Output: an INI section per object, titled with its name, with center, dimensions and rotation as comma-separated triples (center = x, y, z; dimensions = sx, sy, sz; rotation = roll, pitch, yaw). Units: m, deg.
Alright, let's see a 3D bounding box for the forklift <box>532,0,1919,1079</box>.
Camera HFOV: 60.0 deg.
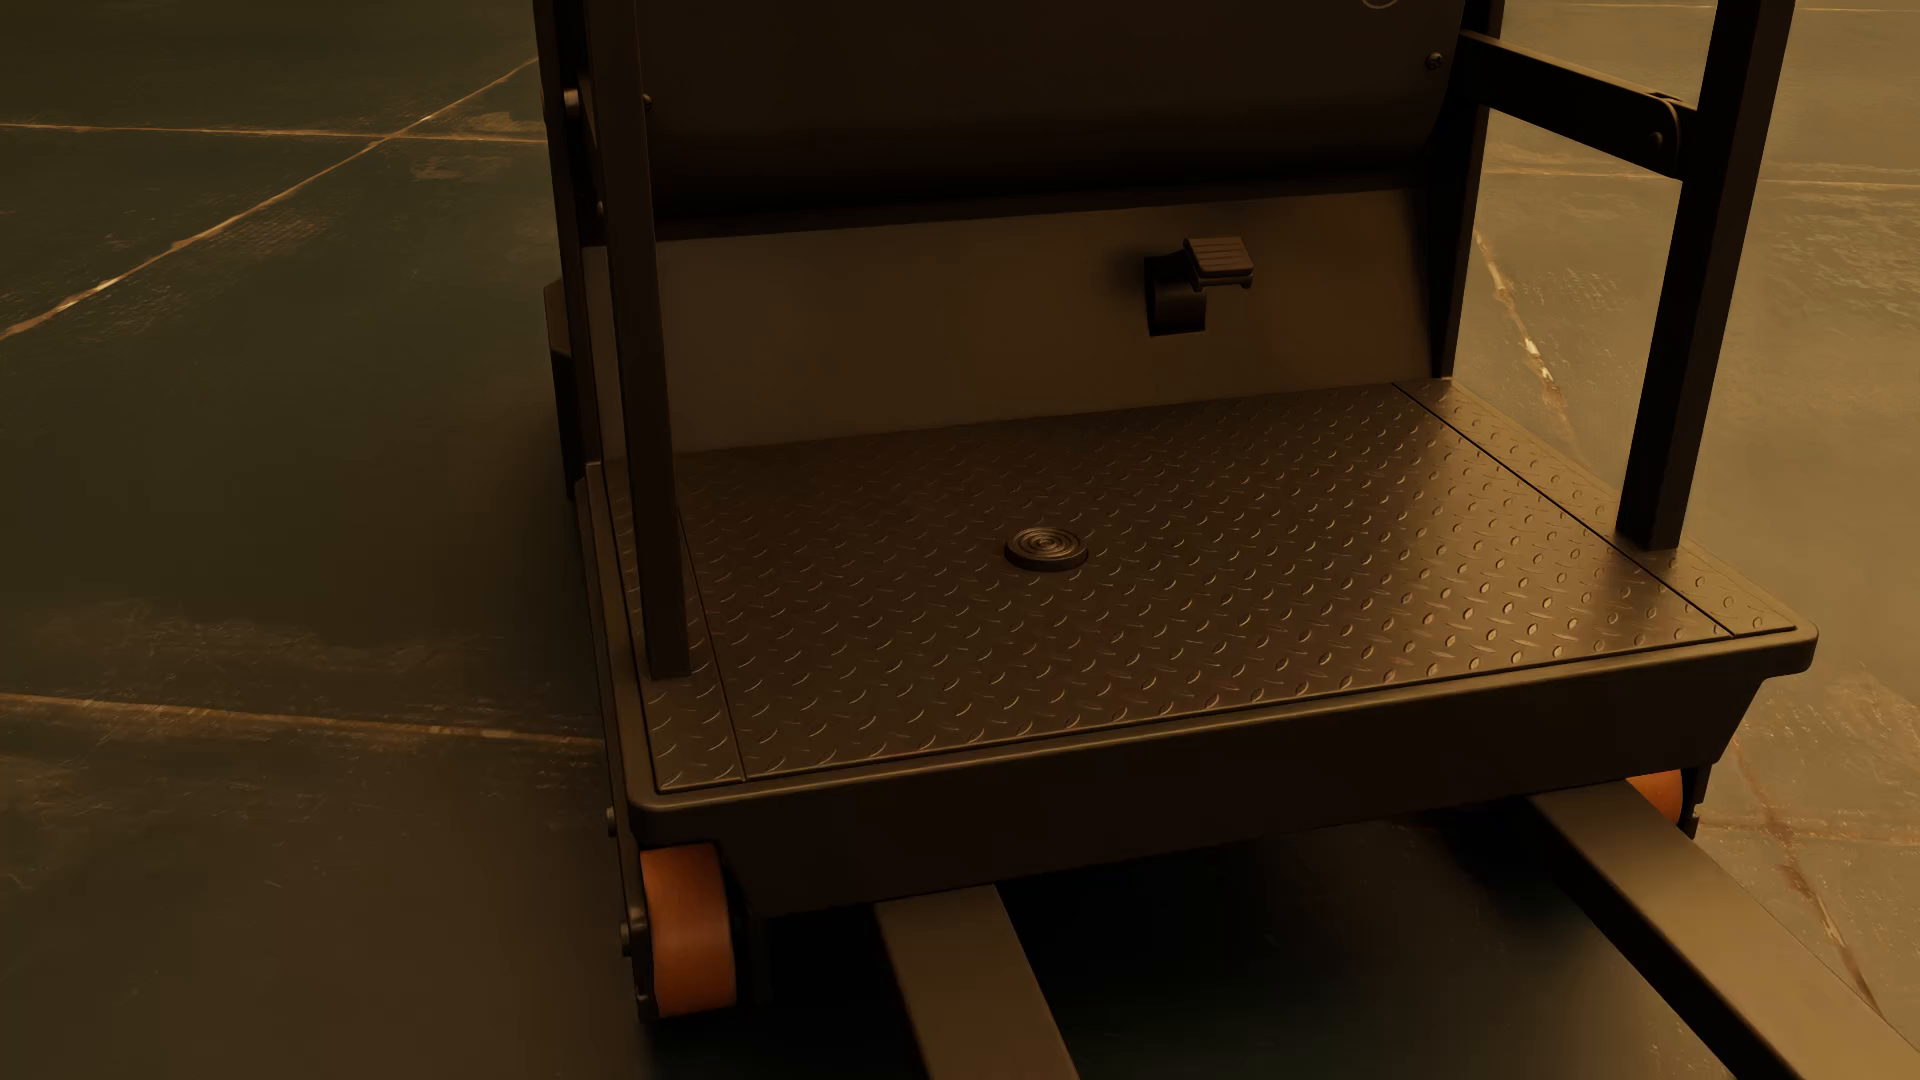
[forklift]
center = 0.153, -1.049, 1.319
dimensions = 1.130, 2.935, 3.031
rotation = -7, 27, -13
